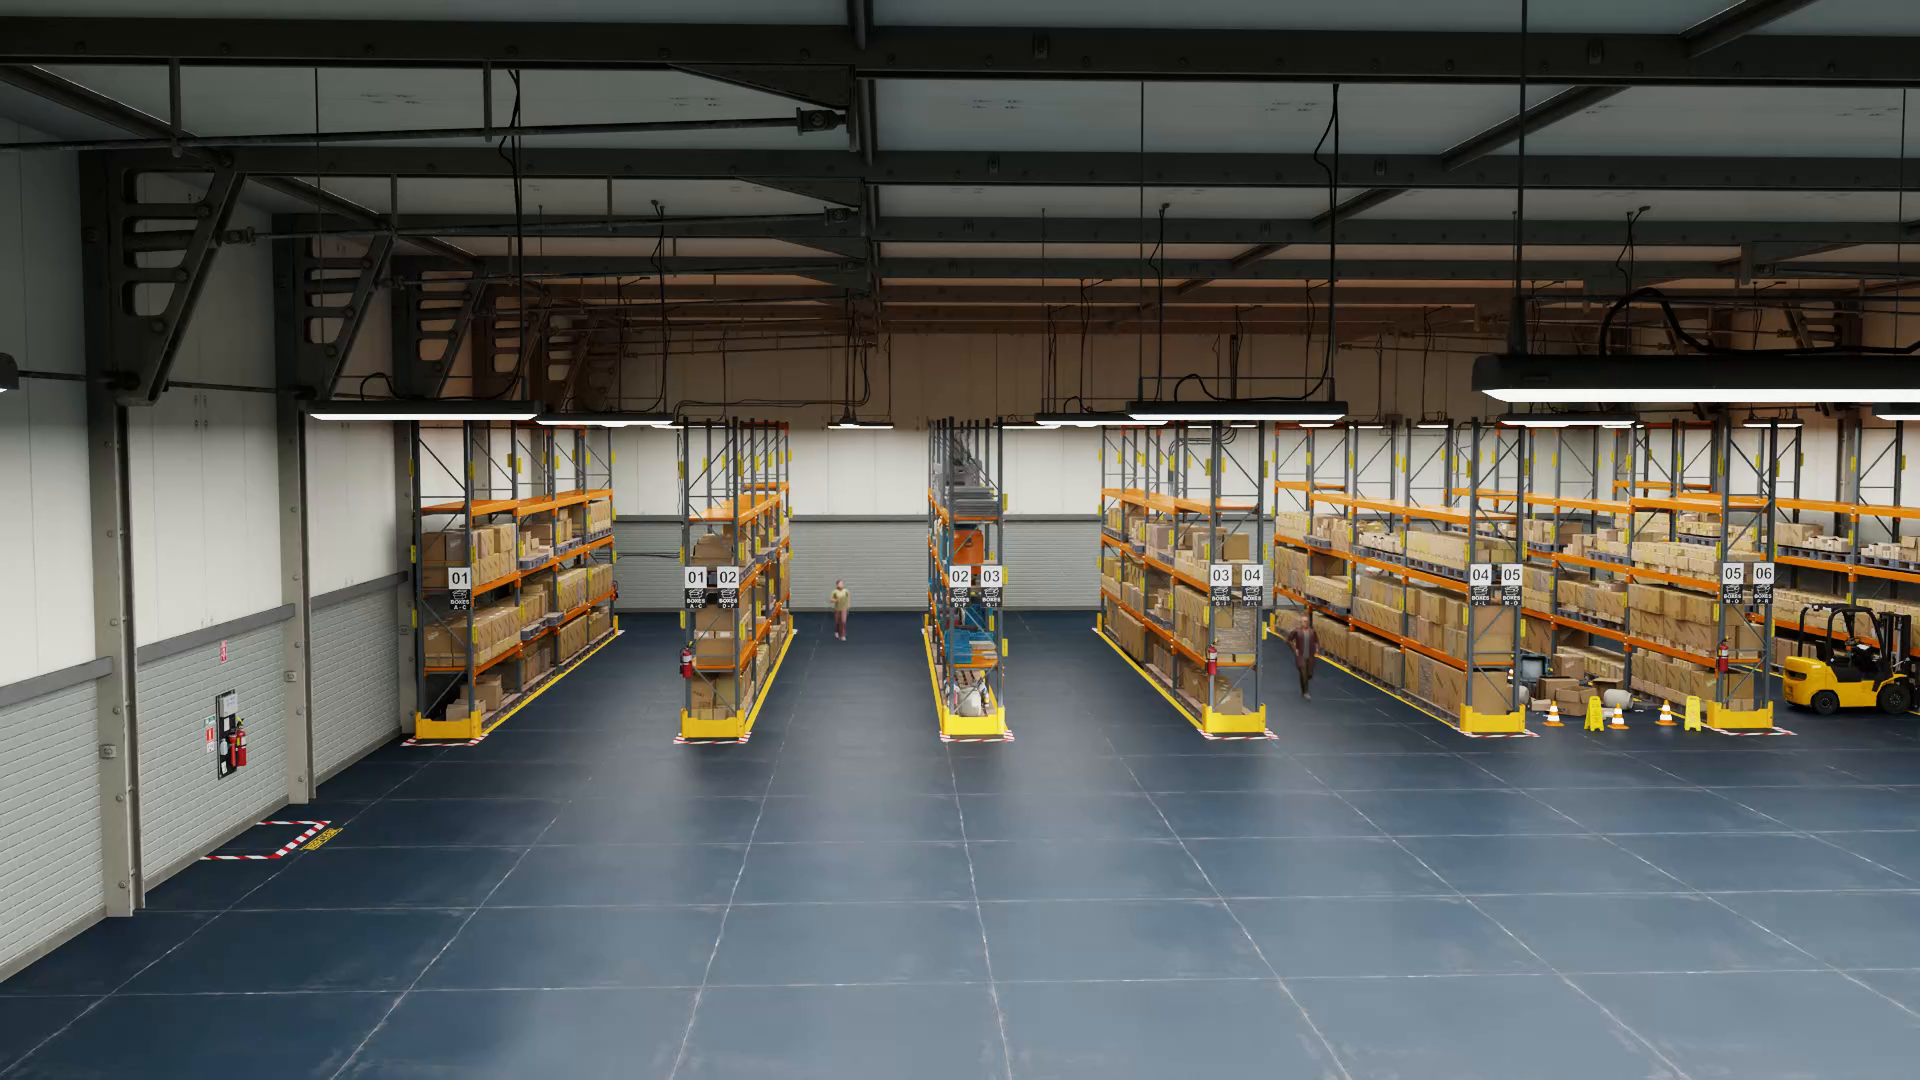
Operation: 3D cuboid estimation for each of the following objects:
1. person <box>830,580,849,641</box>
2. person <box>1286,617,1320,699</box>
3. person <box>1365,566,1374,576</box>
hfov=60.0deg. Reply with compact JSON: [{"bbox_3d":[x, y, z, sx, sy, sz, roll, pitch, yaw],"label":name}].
[{"bbox_3d":[-3.276,1.905,45.346,0.588,1.642,0.952,-1,4,-15],"label":"person"},{"bbox_3d":[7.414,2.522,35.900,0.712,1.749,0.776,0,4,-6],"label":"person"},{"bbox_3d":[12.026,1.666,48.971,0.718,1.815,0.673,-1,4,-10],"label":"person"}]
